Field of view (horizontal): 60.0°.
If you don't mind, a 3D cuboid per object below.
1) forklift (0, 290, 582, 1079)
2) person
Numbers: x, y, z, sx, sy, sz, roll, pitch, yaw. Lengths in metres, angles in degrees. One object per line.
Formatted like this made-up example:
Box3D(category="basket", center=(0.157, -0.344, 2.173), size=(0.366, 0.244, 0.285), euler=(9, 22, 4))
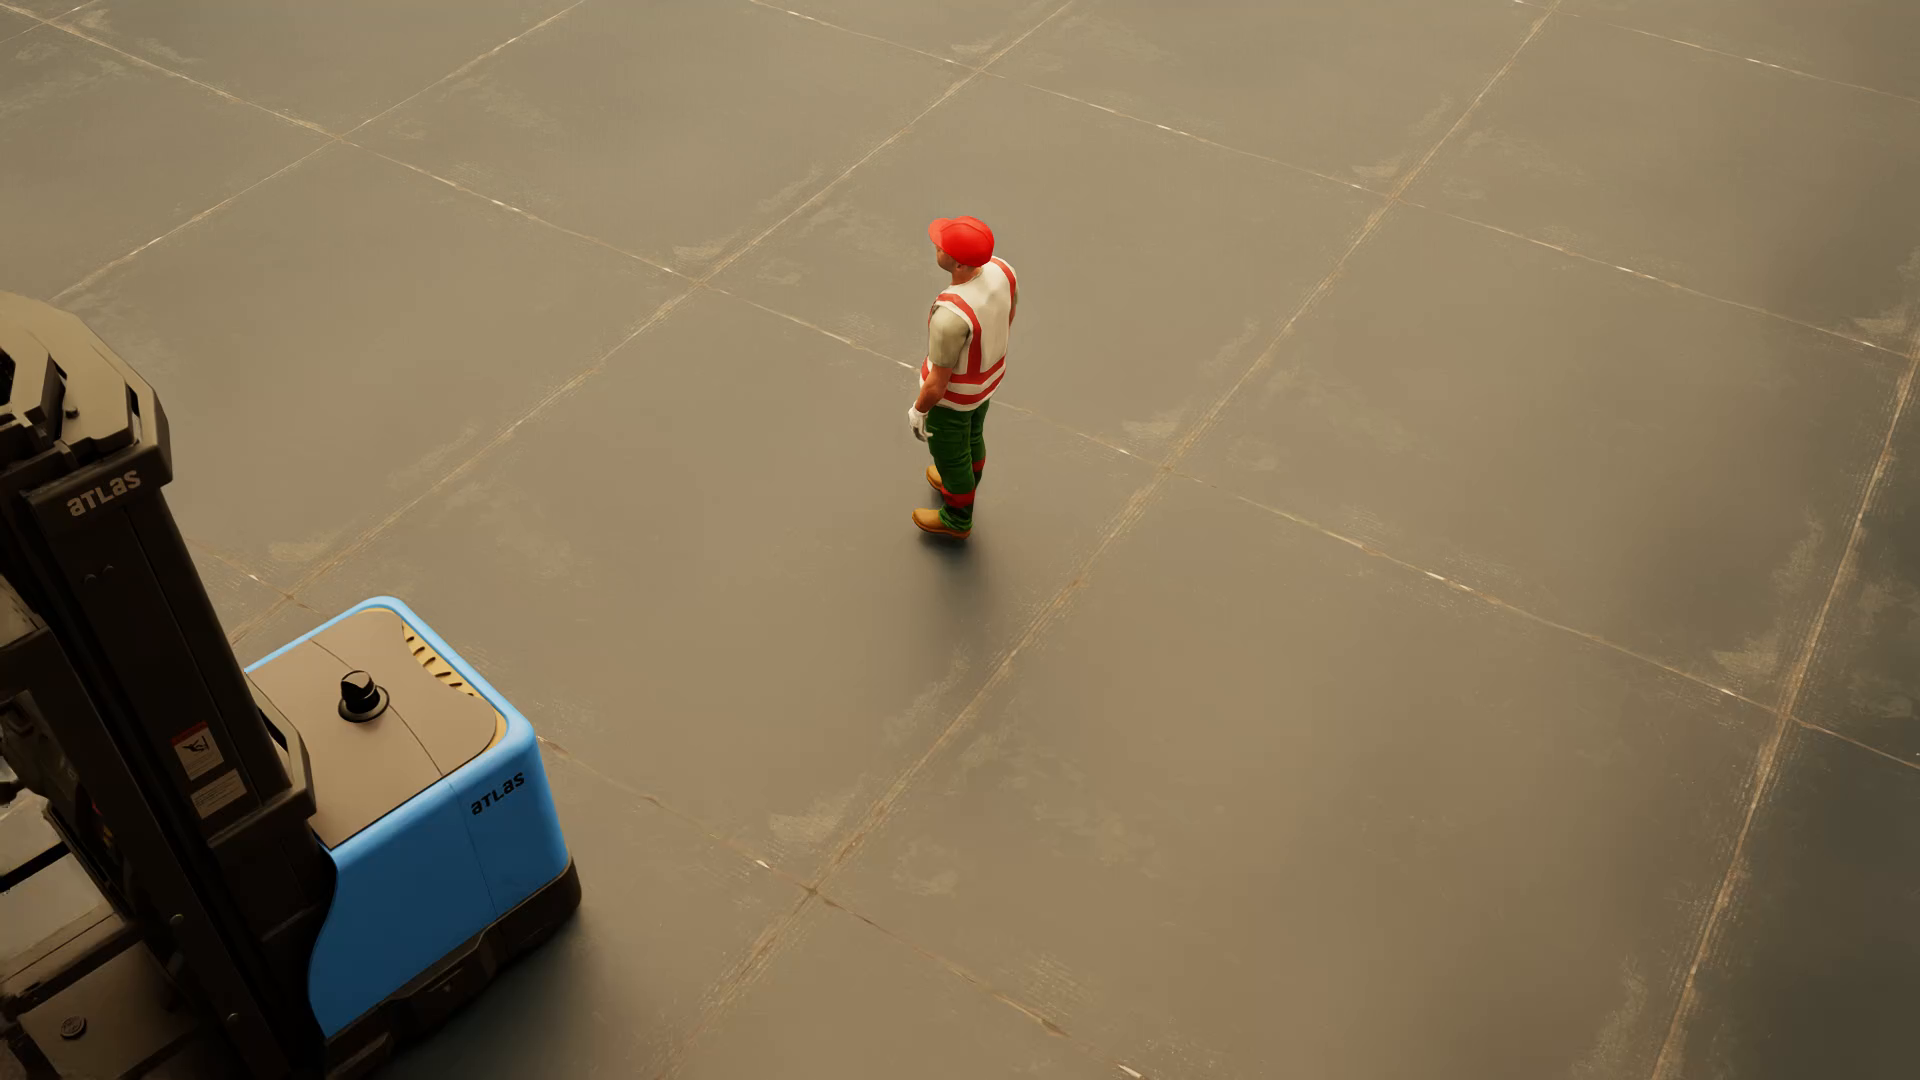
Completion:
Box3D(category="forklift", center=(-2.859, 0.850, 4.952), size=(3.031, 2.935, 1.130), euler=(-34, 53, -31))
Box3D(category="person", center=(-0.062, -0.719, 7.369), size=(0.561, 1.789, 0.638), euler=(24, 48, 23))
